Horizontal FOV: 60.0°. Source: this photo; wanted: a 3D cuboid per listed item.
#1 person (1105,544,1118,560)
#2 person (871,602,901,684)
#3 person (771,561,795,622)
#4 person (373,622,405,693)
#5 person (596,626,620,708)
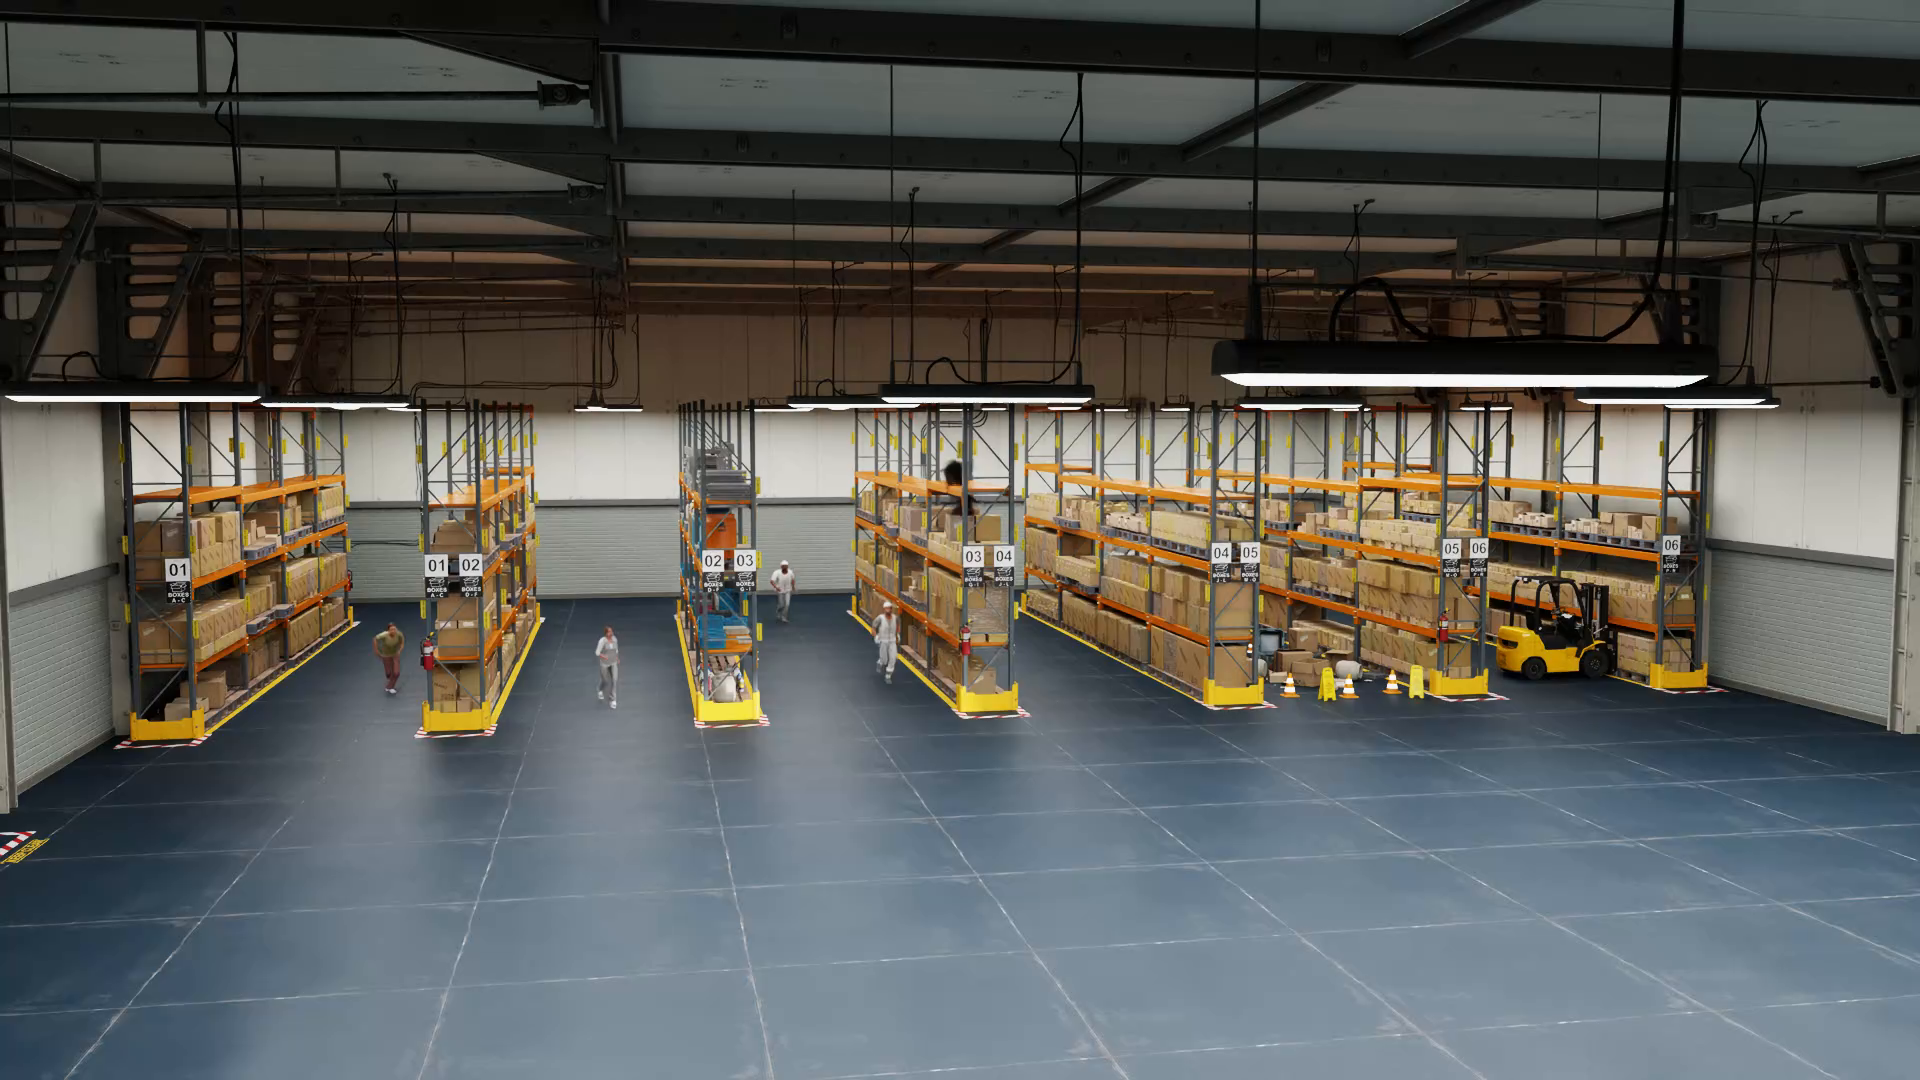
[{"bbox_3d":[4.732,0.952,51.899,0.809,1.735,0.599,-4,6,-41],"label":"person"},{"bbox_3d":[-1.571,2.182,35.636,0.674,1.735,0.676,-2,5,-21],"label":"person"},{"bbox_3d":[-4.898,1.413,45.994,0.704,1.711,0.677,-2,5,-22],"label":"person"},{"bbox_3d":[-11.741,2.411,34.184,0.604,1.498,0.789,-2,5,-28],"label":"person"},{"bbox_3d":[-6.942,2.465,32.712,0.504,1.594,0.871,-2,5,-29],"label":"person"}]
